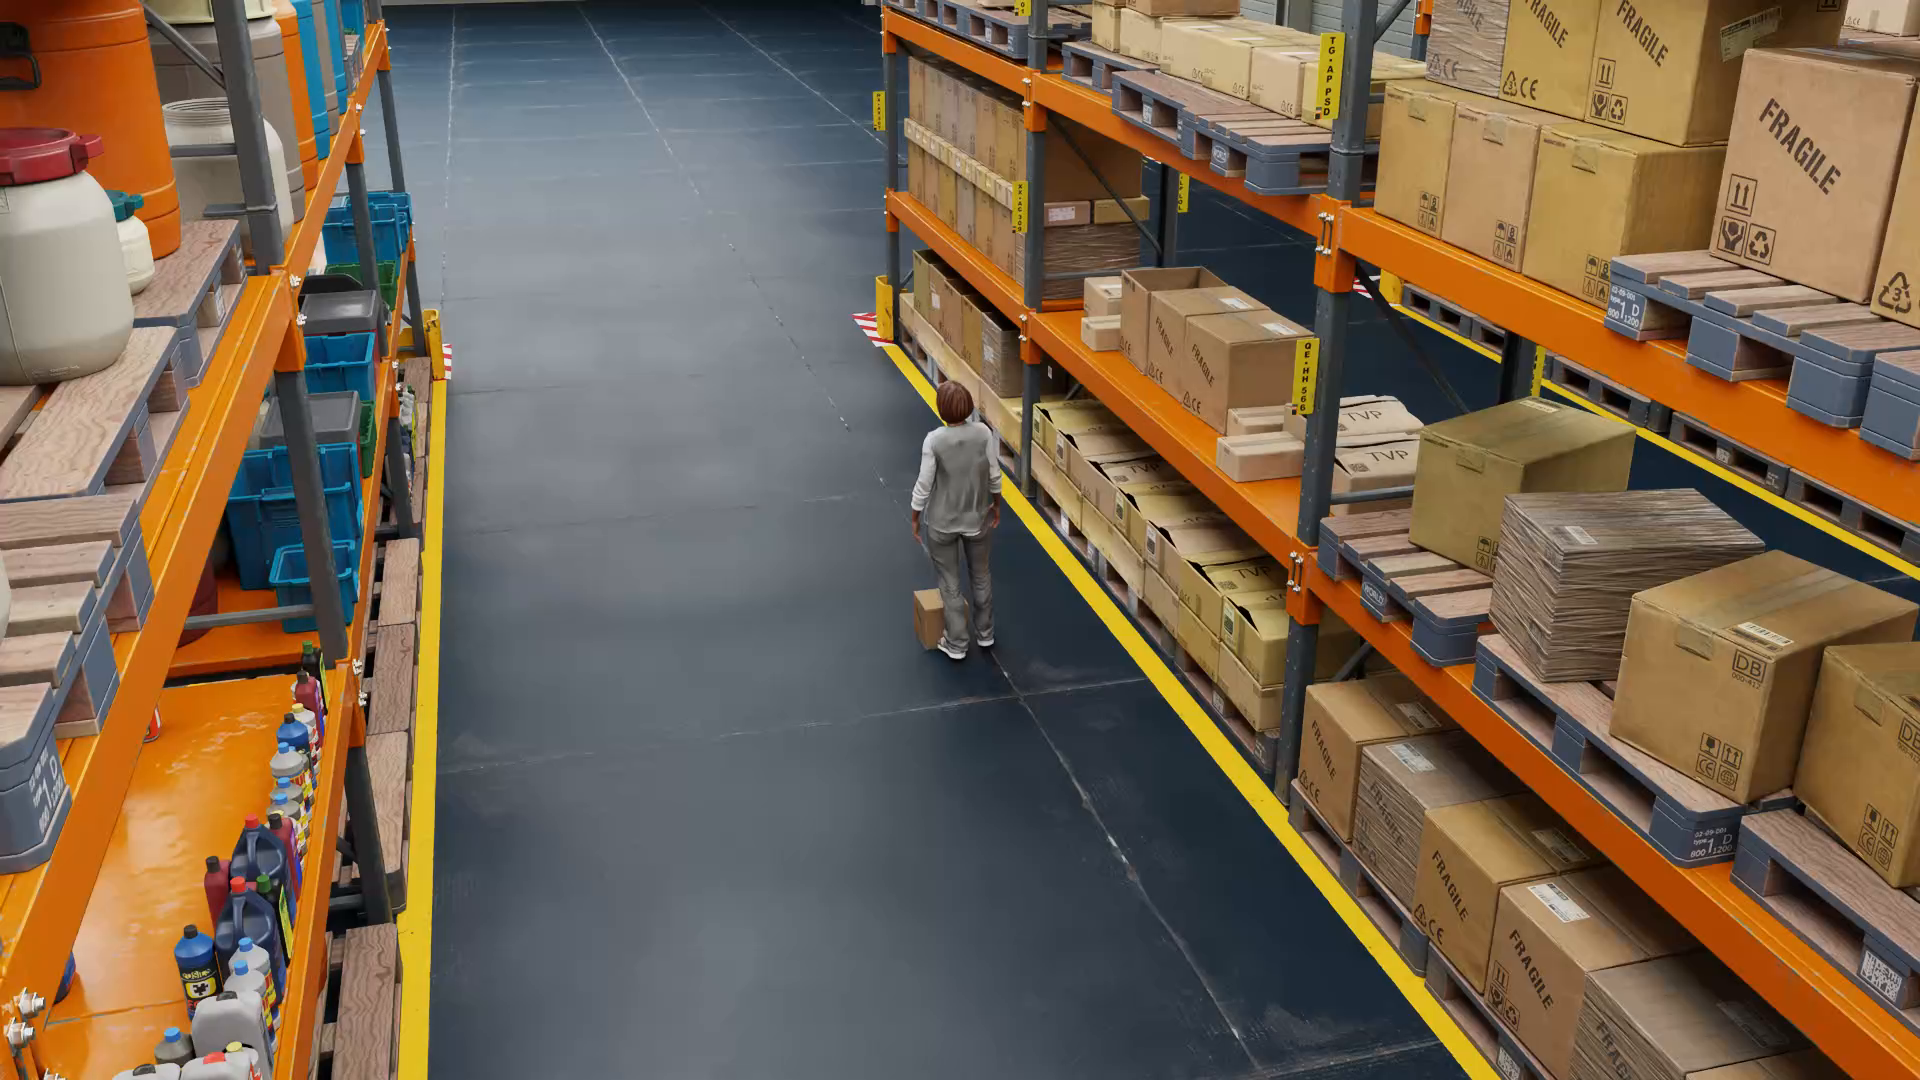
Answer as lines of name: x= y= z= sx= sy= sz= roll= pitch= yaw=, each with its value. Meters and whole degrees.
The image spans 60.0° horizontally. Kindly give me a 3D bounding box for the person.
person: x=-0.023 y=-0.123 z=8.871 sx=0.519 sy=1.597 sz=0.475 roll=-6 pitch=24 yaw=-14
